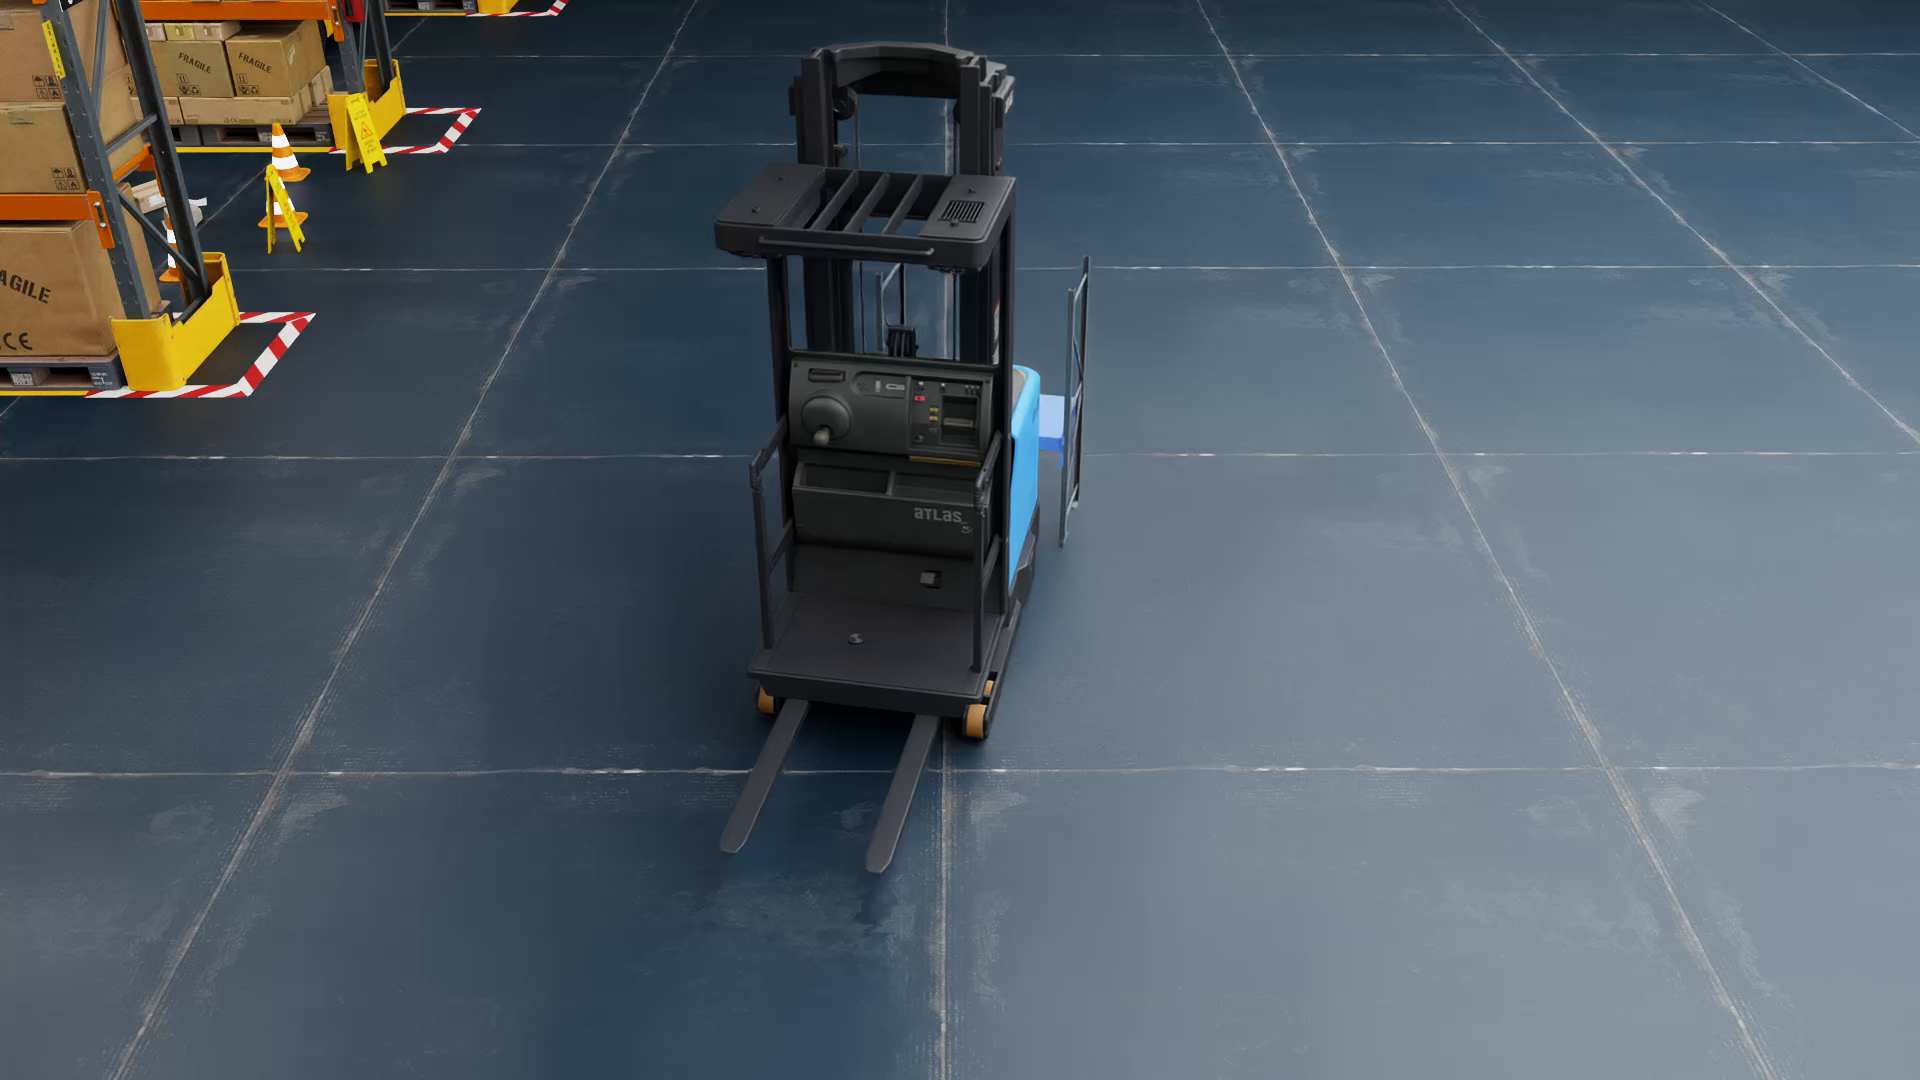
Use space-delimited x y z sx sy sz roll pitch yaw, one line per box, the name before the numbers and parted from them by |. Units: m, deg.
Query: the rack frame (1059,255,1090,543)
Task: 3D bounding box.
rack frame | 0.623 -0.751 9.042 0.032 1.500 0.500 7 32 11

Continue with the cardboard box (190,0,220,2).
cardboard box | -6.568 -4.839 14.576 0.250 0.149 0.380 0 31 1

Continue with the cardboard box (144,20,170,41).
cardboard box | -7.110 -4.552 14.759 0.250 0.149 0.380 1 31 2

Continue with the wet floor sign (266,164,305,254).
wet floor sign | -5.281 -2.576 12.874 0.232 0.644 0.267 -5 32 -9

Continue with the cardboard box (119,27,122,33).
cardboard box | -7.783 -4.305 14.977 0.500 0.500 0.500 1 31 2

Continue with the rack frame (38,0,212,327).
rack frame | -5.298 -2.556 10.571 0.127 3.000 1.000 0 31 0

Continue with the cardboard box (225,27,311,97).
cardboard box | -6.228 -4.310 14.985 0.500 0.500 0.500 0 31 0

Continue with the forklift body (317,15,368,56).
forklift body | -7.347 -6.383 17.696 1.214 2.155 2.313 0 31 0

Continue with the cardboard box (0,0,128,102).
cardboard box | -5.669 -3.100 10.283 0.550 0.550 0.875 0 31 0

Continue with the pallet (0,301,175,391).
pallet | -6.097 -1.320 11.223 1.213 0.211 1.003 0 31 0

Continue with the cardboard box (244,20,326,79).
cardboard box | -6.261 -4.588 15.443 0.500 0.500 0.500 -1 31 -2

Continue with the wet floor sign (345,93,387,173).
wet floor sign | -5.232 -3.562 14.499 0.232 0.644 0.267 10 33 17

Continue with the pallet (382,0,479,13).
pallet | -6.227 -6.482 19.729 1.213 0.211 1.003 0 31 0

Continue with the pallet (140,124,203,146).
pallet | -7.534 -3.944 15.547 1.213 0.211 1.003 0 31 0

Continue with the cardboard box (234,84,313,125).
cardboard box | -6.259 -3.985 15.172 0.500 0.250 0.500 0 31 -1

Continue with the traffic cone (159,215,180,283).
traffic cone | -5.837 -2.206 12.440 0.334 0.463 0.336 0 31 0

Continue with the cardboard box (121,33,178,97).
cardboard box | -7.255 -4.309 14.983 0.500 0.500 0.500 -1 31 -1

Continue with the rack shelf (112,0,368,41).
rack shelf | -7.428 -4.809 14.978 4.000 0.370 1.077 0 31 0

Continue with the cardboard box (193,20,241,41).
cardboard box | -6.595 -4.551 14.757 0.250 0.149 0.380 1 31 1

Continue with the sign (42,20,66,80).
sign | -5.308 -2.871 9.745 0.005 0.325 0.100 0 31 0

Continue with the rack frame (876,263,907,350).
rack frame | -0.367 -0.871 9.240 0.032 1.500 0.500 7 32 11

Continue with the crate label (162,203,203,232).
crate label | -6.290 -2.619 13.435 0.298 0.136 0.250 -17 35 -26

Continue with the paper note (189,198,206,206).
paper note | -6.362 -2.818 13.866 0.142 0.019 0.148 -11 33 -17

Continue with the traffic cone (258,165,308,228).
traffic cone | -5.504 -2.793 13.408 0.334 0.463 0.336 0 31 0

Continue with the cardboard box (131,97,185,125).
cardboard box | -7.277 -3.983 15.169 0.500 0.250 0.500 -1 31 -2

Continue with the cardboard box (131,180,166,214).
cardboard box | -6.726 -2.852 13.808 0.250 0.149 0.380 16 35 25

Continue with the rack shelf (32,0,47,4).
rack shelf | -7.298 -3.524 9.969 4.000 0.370 1.077 0 31 0

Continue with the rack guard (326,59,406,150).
rack guard | -5.505 -4.054 15.450 0.348 0.500 1.175 0 31 0

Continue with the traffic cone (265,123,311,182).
traffic cone | -5.851 -3.368 14.355 0.334 0.463 0.336 0 31 0

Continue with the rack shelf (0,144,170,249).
rack shelf | -7.298 -2.242 10.747 4.000 0.370 1.077 0 31 0

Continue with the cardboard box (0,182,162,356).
cardboard box | -5.975 -1.791 10.953 0.875 0.875 0.875 0 31 0

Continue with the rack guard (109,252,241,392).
rack guard | -5.274 -1.487 11.219 0.348 0.500 1.175 0 31 0

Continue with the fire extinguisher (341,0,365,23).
fire extinguisher | -5.311 -4.851 14.429 0.183 0.674 0.296 0 31 0

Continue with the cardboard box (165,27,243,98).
cardboard box | -6.750 -4.307 14.979 0.500 0.500 0.500 1 31 2

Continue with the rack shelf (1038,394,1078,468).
rack shelf | 0.128 -0.657 9.234 1.000 0.185 0.538 7 32 11

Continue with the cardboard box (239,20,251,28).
cardboard box | -6.783 -4.584 15.437 0.500 0.500 0.500 -1 31 -2

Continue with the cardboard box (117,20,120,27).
cardboard box | -7.820 -4.581 15.431 0.500 0.500 0.500 1 31 2

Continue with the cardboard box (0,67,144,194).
cardboard box | -5.668 -2.595 10.491 0.550 0.550 0.875 0 31 0

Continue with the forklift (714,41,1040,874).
forklift | -0.353 -0.538 7.311 1.130 2.935 3.031 6 32 9

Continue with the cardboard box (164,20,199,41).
cardboard box | -6.846 -4.552 14.759 0.250 0.149 0.380 0 31 1

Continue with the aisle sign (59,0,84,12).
aisle sign | -5.225 -3.512 9.640 0.004 0.787 0.394 0 31 0

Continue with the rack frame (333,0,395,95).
rack frame | -5.429 -5.123 14.802 0.127 3.000 1.000 0 31 0

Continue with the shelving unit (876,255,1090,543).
shelving unit | 0.128 -0.811 9.141 1.048 1.500 0.538 7 32 11

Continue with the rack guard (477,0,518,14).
rack guard | -5.438 -6.629 19.694 0.348 0.500 1.175 0 31 0

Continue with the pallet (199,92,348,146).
pallet | -6.317 -3.946 15.551 1.213 0.211 1.003 0 31 0

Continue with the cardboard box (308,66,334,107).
cardboard box | -6.237 -4.268 15.639 0.500 0.250 0.500 0 31 -1

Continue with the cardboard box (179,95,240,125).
cardboard box | -6.753 -3.987 15.176 0.500 0.250 0.500 0 31 0
